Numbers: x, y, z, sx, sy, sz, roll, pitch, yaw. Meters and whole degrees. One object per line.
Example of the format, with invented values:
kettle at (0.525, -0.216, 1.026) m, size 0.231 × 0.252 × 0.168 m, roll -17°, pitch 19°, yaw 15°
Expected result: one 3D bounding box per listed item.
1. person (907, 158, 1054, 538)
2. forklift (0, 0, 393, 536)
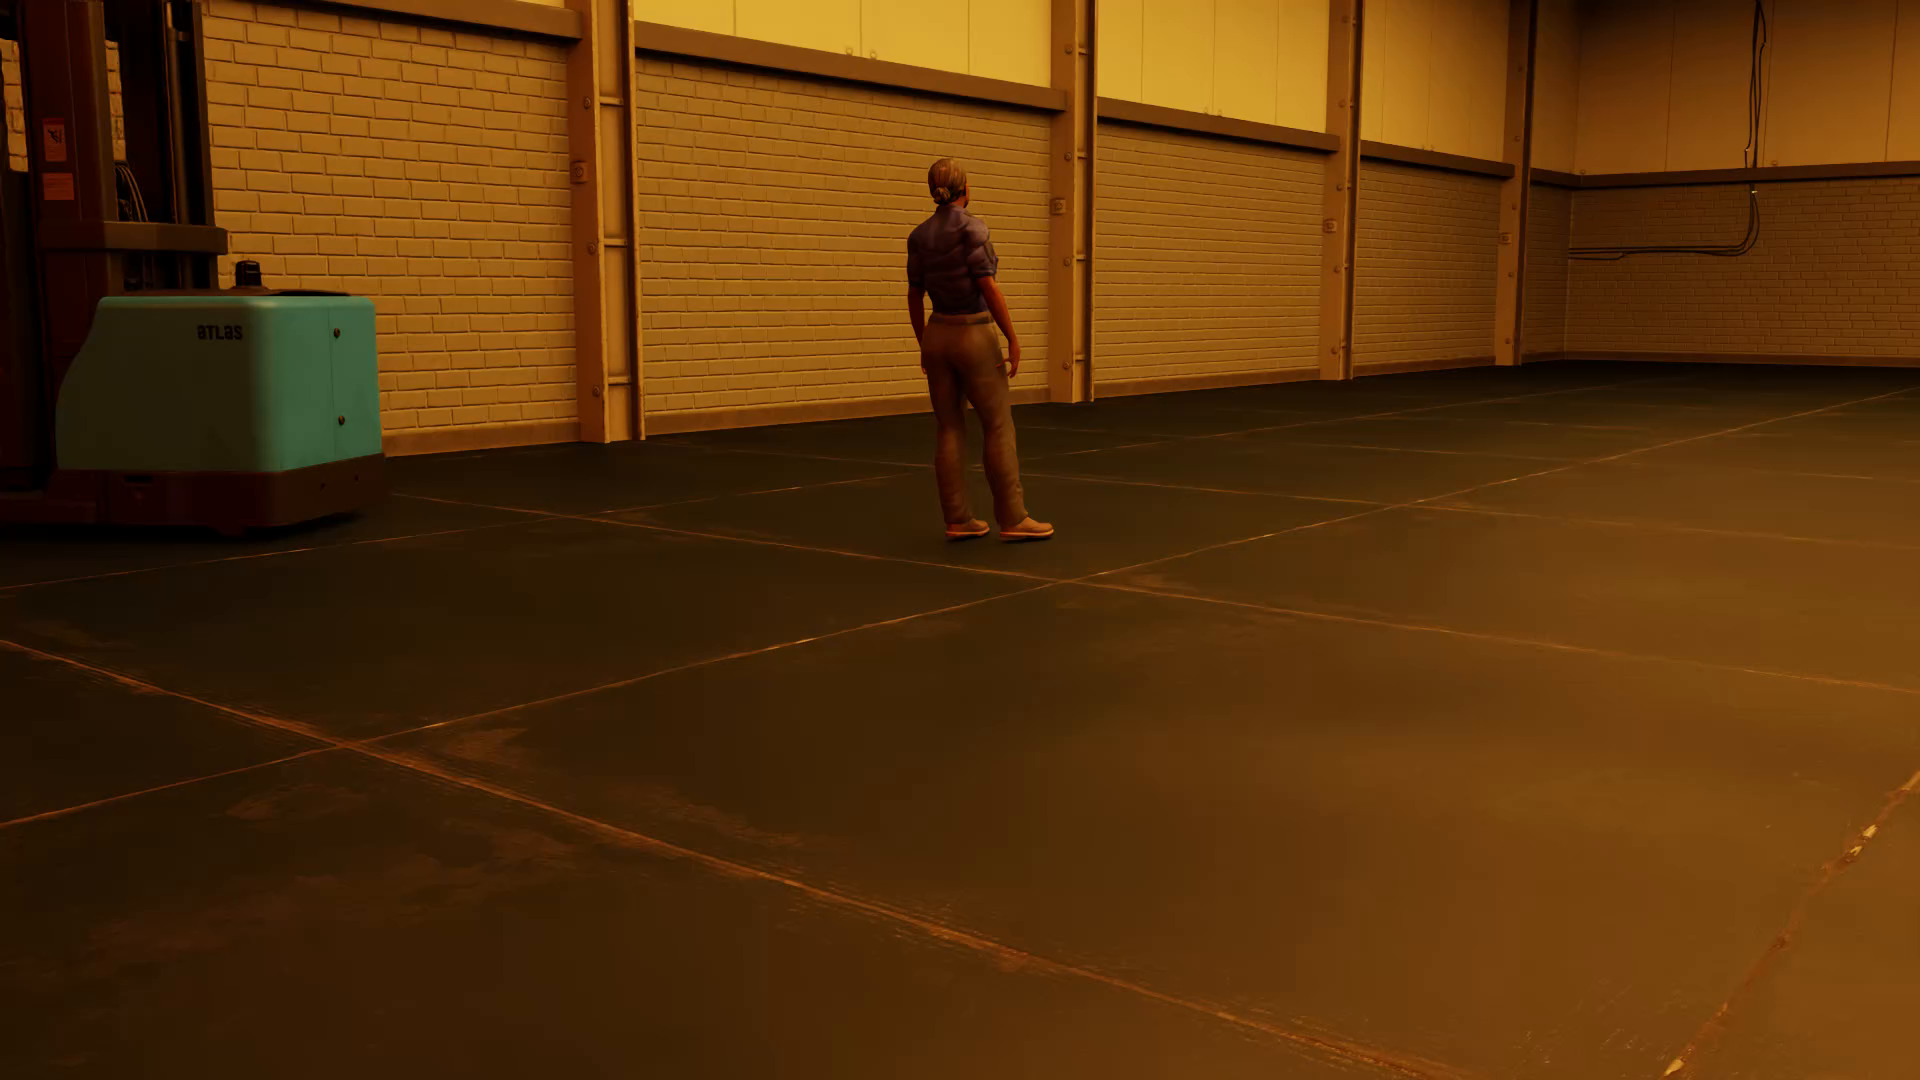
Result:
person at (0.070, -0.834, 7.340) m, size 0.570 × 1.655 × 0.503 m, roll 7°, pitch 11°, yaw 38°
forklift at (-4.368, -1.541, 7.812) m, size 3.031 × 2.935 × 1.130 m, roll 1°, pitch 8°, yaw 9°
